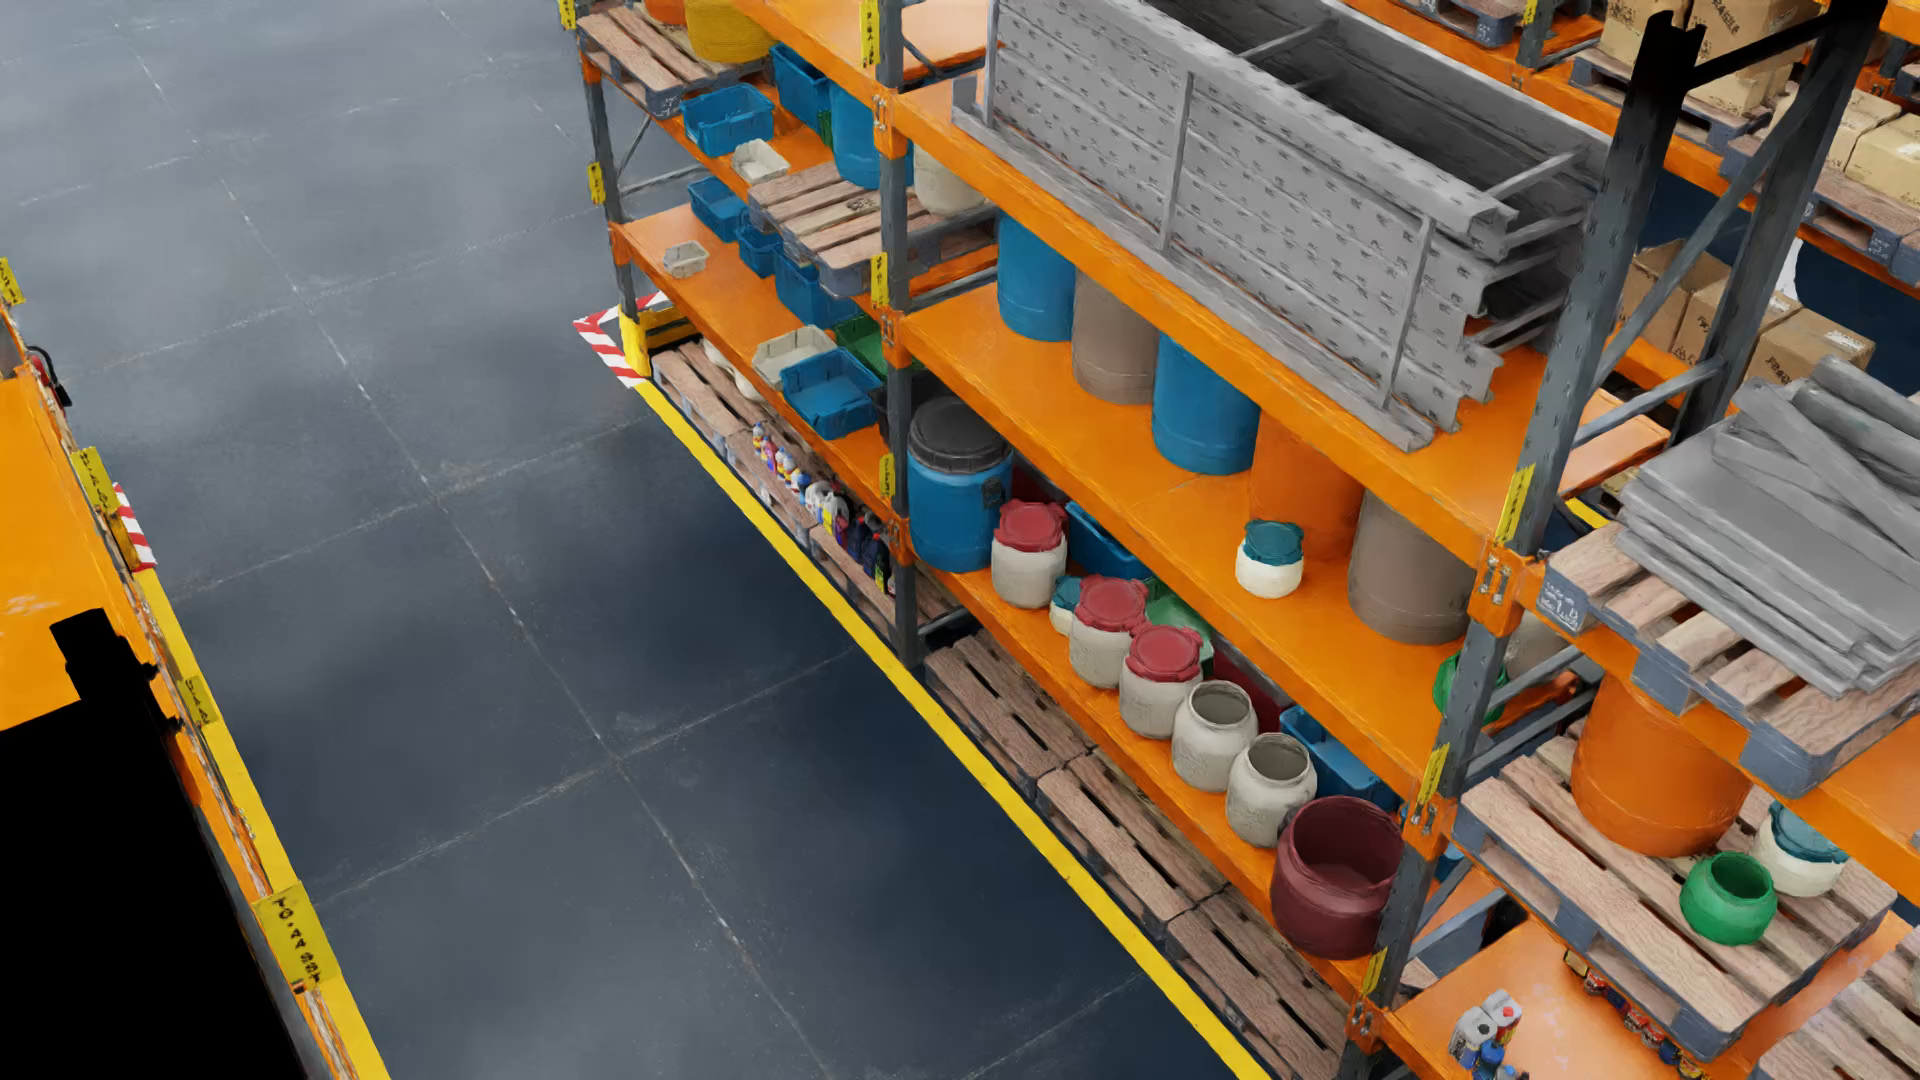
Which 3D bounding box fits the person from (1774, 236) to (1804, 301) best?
[{"bbox_3d":[6.130,-2.039,12.696,0.598,1.698,1.194,-23,47,-23],"label":"person"}]
